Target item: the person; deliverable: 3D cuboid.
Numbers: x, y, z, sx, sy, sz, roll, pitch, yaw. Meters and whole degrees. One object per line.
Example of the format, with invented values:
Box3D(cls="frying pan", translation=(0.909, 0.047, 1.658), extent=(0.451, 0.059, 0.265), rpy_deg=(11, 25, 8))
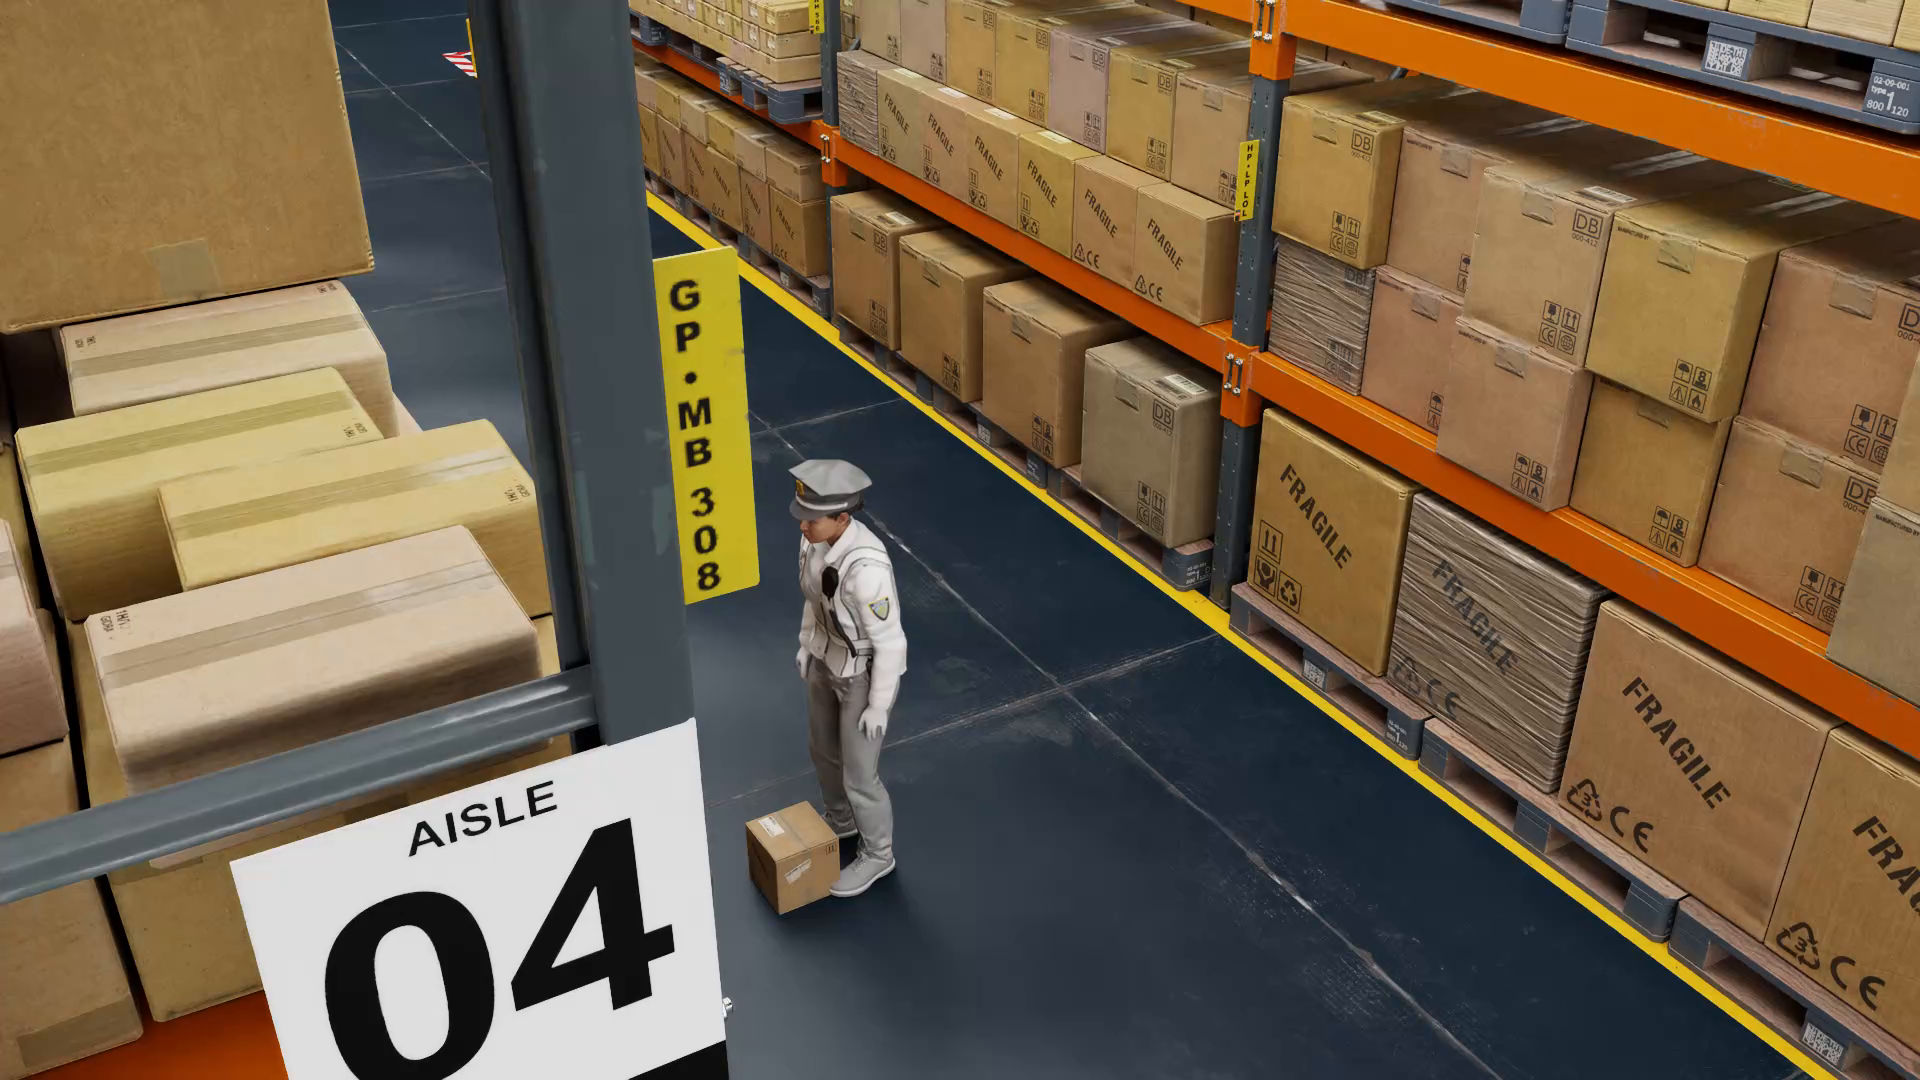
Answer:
Box3D(cls="person", translation=(-0.394, 0.471, 5.780), extent=(0.376, 1.663, 0.544), rpy_deg=(-18, 34, -29))
